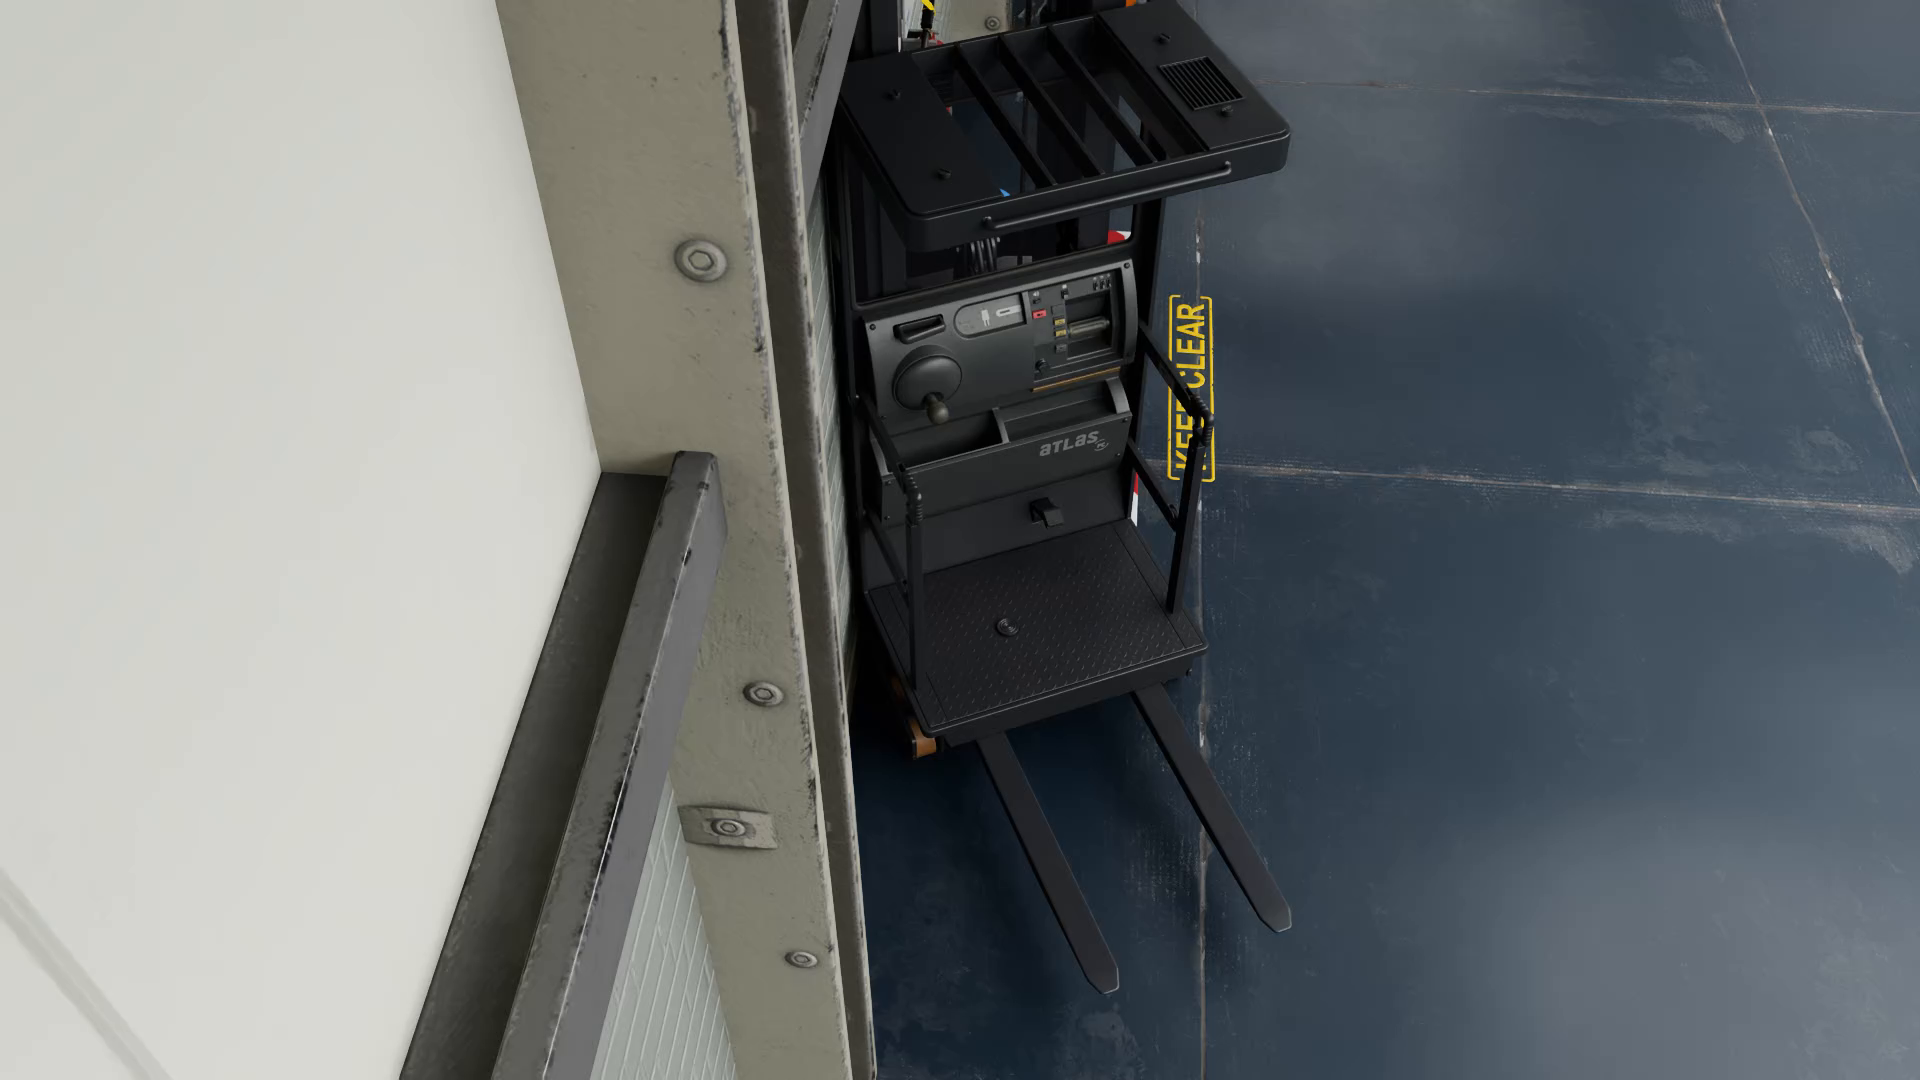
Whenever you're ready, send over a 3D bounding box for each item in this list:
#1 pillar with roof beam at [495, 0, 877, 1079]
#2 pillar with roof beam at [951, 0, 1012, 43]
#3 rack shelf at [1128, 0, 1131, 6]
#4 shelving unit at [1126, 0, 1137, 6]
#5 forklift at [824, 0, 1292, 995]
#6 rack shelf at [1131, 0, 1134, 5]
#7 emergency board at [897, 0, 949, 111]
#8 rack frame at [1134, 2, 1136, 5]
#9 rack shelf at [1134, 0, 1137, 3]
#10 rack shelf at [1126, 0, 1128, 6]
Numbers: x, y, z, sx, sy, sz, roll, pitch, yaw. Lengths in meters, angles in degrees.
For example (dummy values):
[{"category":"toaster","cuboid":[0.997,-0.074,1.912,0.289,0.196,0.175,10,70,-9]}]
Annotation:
[{"category":"pillar with roof beam","cuboid":[3.854,-0.948,1.545,9.100,9.000,0.400,4,48,4]},{"category":"pillar with roof beam","cuboid":[4.401,-5.357,5.577,9.100,9.000,0.400,4,48,4]},{"category":"rack shelf","cuboid":[0.819,-3.002,9.166,0.258,0.480,0.148,8,47,8]},{"category":"shelving unit","cuboid":[0.832,-3.050,9.211,0.258,0.503,1.200,8,47,8]},{"category":"forklift","cuboid":[0.222,-0.554,5.297,1.130,2.935,3.031,-16,49,-14]},{"category":"rack shelf","cuboid":[0.863,-3.162,9.317,0.258,0.480,0.148,8,47,8]},{"category":"emergency board","cuboid":[-0.150,-1.808,6.397,0.194,1.169,0.643,4,48,4]},{"category":"rack frame","cuboid":[0.832,-2.883,9.389,0.240,0.015,1.200,8,47,8]},{"category":"rack shelf","cuboid":[0.908,-3.330,9.476,0.258,0.480,0.148,8,47,8]},{"category":"rack shelf","cuboid":[0.781,-2.860,9.032,0.258,0.480,0.148,8,47,8]}]
